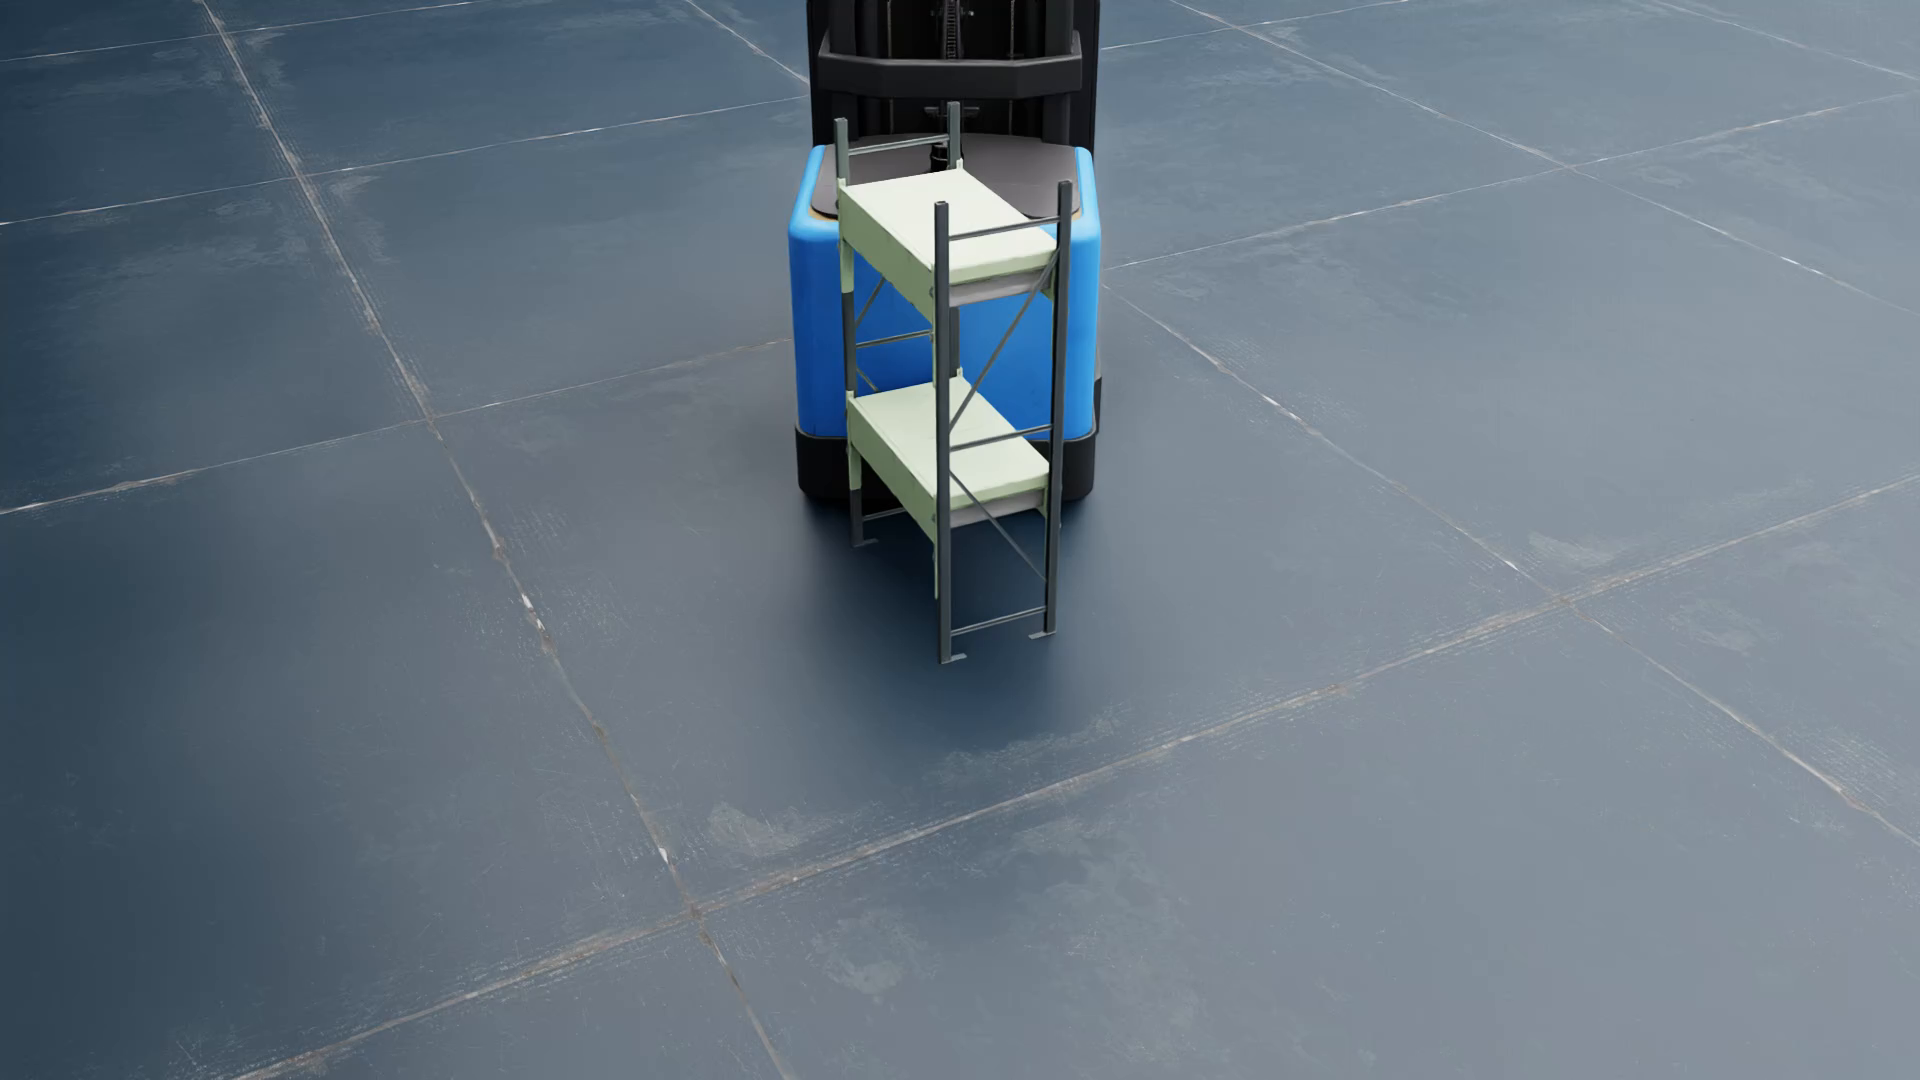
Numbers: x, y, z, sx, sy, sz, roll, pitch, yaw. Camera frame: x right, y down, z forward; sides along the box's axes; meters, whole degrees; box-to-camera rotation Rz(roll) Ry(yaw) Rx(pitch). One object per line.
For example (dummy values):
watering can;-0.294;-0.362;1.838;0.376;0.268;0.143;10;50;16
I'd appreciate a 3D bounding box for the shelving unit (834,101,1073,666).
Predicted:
shelving unit;-0.034;-0.472;5.096;0.431;1.500;0.755;-14;35;-20

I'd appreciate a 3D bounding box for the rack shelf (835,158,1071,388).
rack shelf;-0.034;-0.800;4.885;0.431;0.370;0.720;-14;35;-20

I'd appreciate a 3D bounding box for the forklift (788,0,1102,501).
forklift;-0.019;-2.132;6.361;1.130;2.935;3.031;1;33;1

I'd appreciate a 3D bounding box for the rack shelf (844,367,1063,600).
rack shelf;-0.034;-0.197;5.272;0.431;0.370;0.720;-14;35;-20

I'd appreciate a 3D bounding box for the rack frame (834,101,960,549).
rack frame;-0.186;-0.651;5.376;0.400;1.500;0.023;-14;35;-20

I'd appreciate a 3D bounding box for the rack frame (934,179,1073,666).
rack frame;0.118;-0.292;4.816;0.400;1.500;0.023;-14;35;-20
